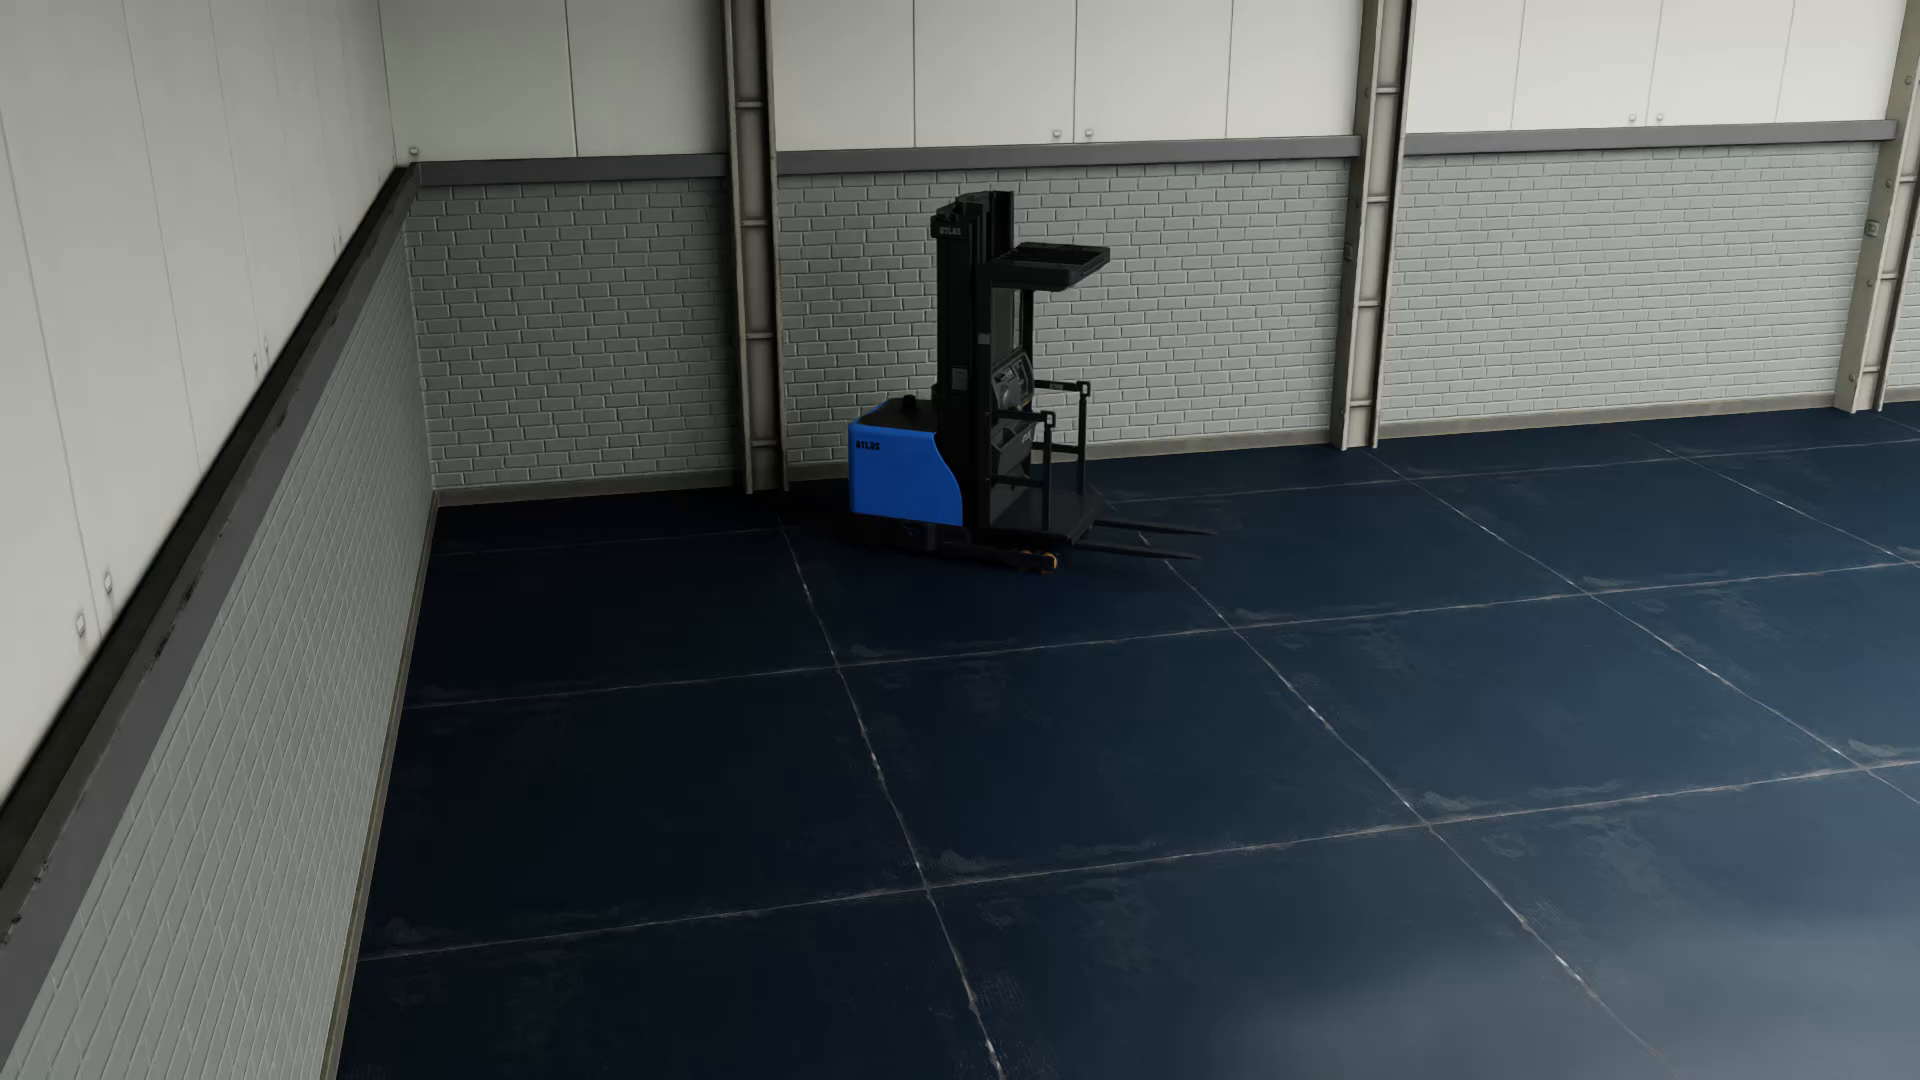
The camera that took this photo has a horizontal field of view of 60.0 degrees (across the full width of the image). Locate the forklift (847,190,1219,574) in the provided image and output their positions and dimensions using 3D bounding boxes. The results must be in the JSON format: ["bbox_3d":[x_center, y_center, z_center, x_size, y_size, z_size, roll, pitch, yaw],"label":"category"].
[{"bbox_3d":[0.619,-1.307,13.622,3.031,2.935,1.130,7,21,19],"label":"forklift"}]

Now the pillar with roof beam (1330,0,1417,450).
[{"bbox_3d":[4.998,-3.756,11.486,0.400,9.000,9.100,-5,21,-12],"label":"pillar with roof beam"}]

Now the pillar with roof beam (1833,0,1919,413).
[{"bbox_3d":[10.837,-4.231,12.783,0.400,9.000,9.100,-5,21,-12],"label":"pillar with roof beam"}]

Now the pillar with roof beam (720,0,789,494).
[{"bbox_3d":[-0.841,-3.281,10.190,0.400,9.000,9.100,-5,21,-12],"label":"pillar with roof beam"}]
